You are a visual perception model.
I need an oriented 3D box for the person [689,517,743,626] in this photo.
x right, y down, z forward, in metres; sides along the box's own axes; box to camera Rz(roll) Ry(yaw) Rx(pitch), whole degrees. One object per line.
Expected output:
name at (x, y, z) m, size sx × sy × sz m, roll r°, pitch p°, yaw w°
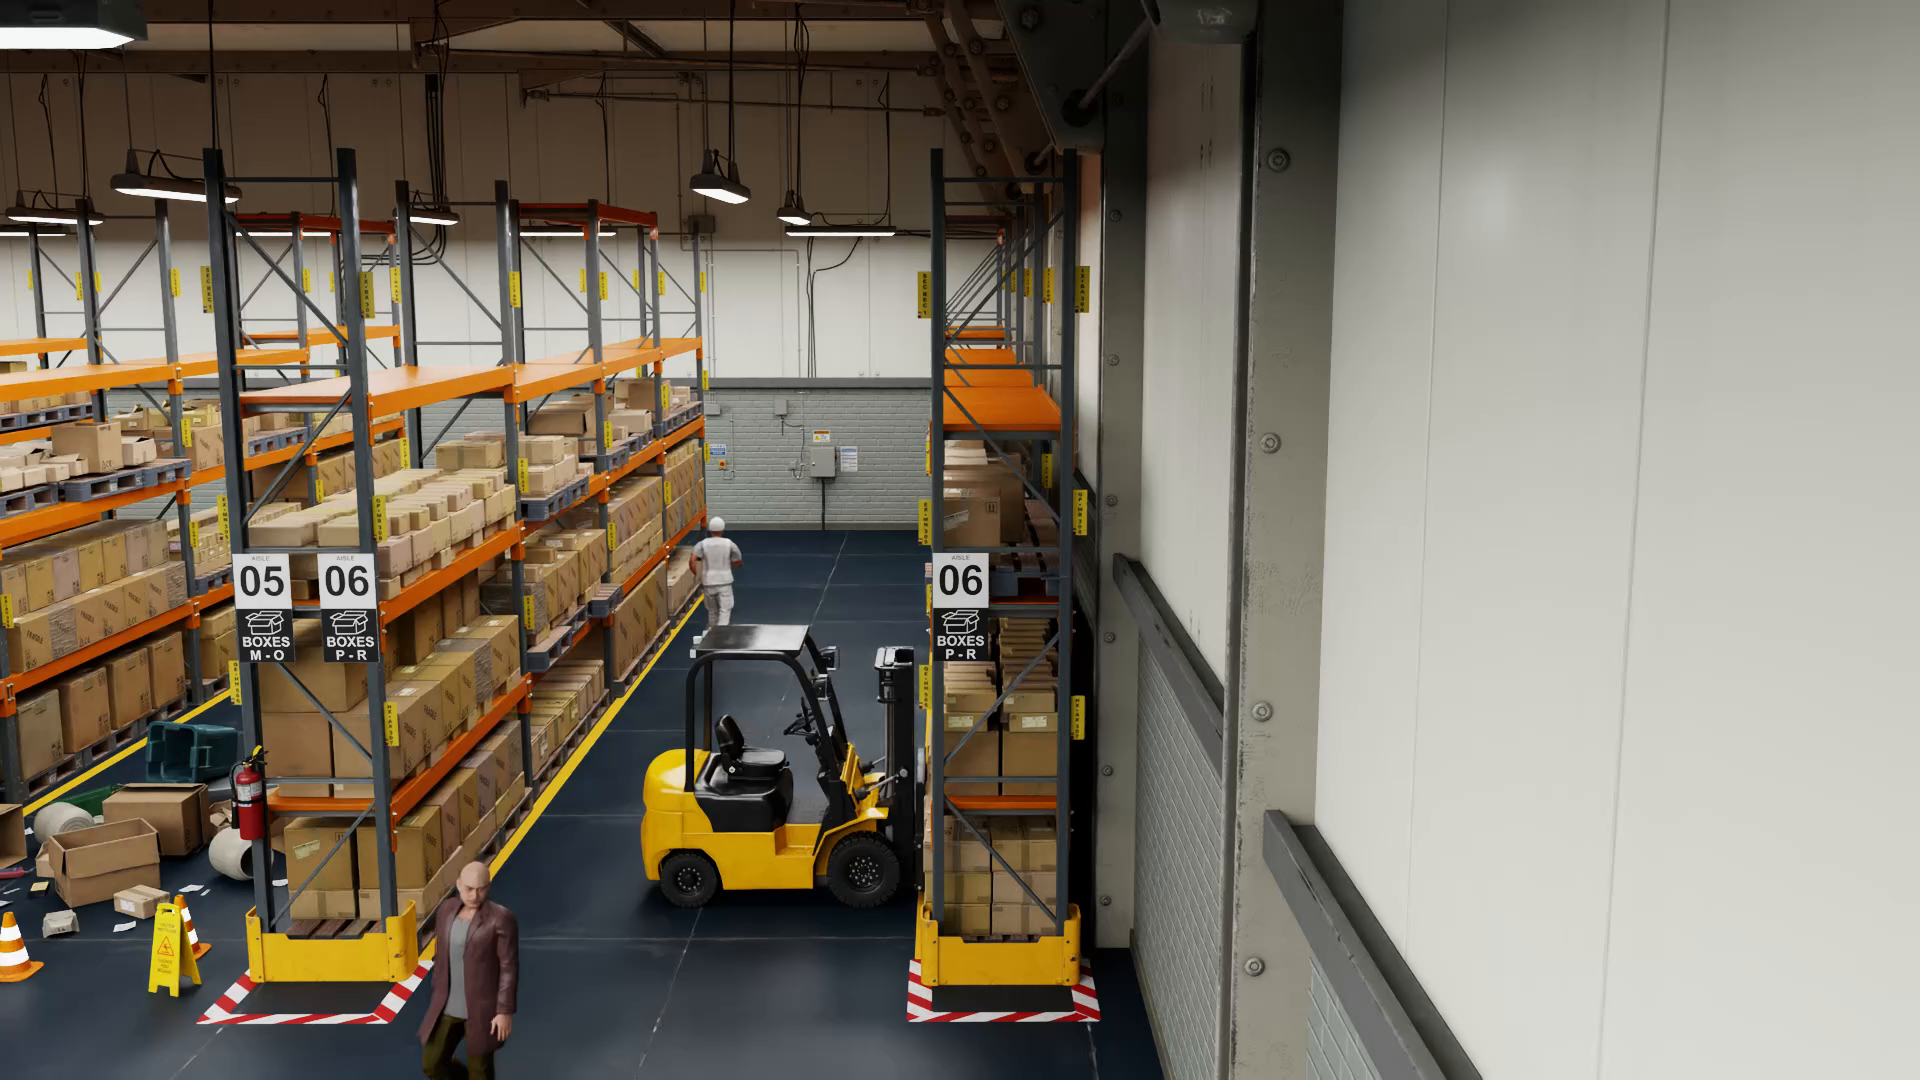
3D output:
person at (-3.115, 0.596, 21.371) m, size 0.670 × 1.816 × 0.940 m, roll 0°, pitch 9°, yaw -3°

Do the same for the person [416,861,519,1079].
person at (-2.912, 2.751, 9.860) m, size 0.698 × 1.733 × 0.526 m, roll 2°, pitch 9°, yaw 14°
